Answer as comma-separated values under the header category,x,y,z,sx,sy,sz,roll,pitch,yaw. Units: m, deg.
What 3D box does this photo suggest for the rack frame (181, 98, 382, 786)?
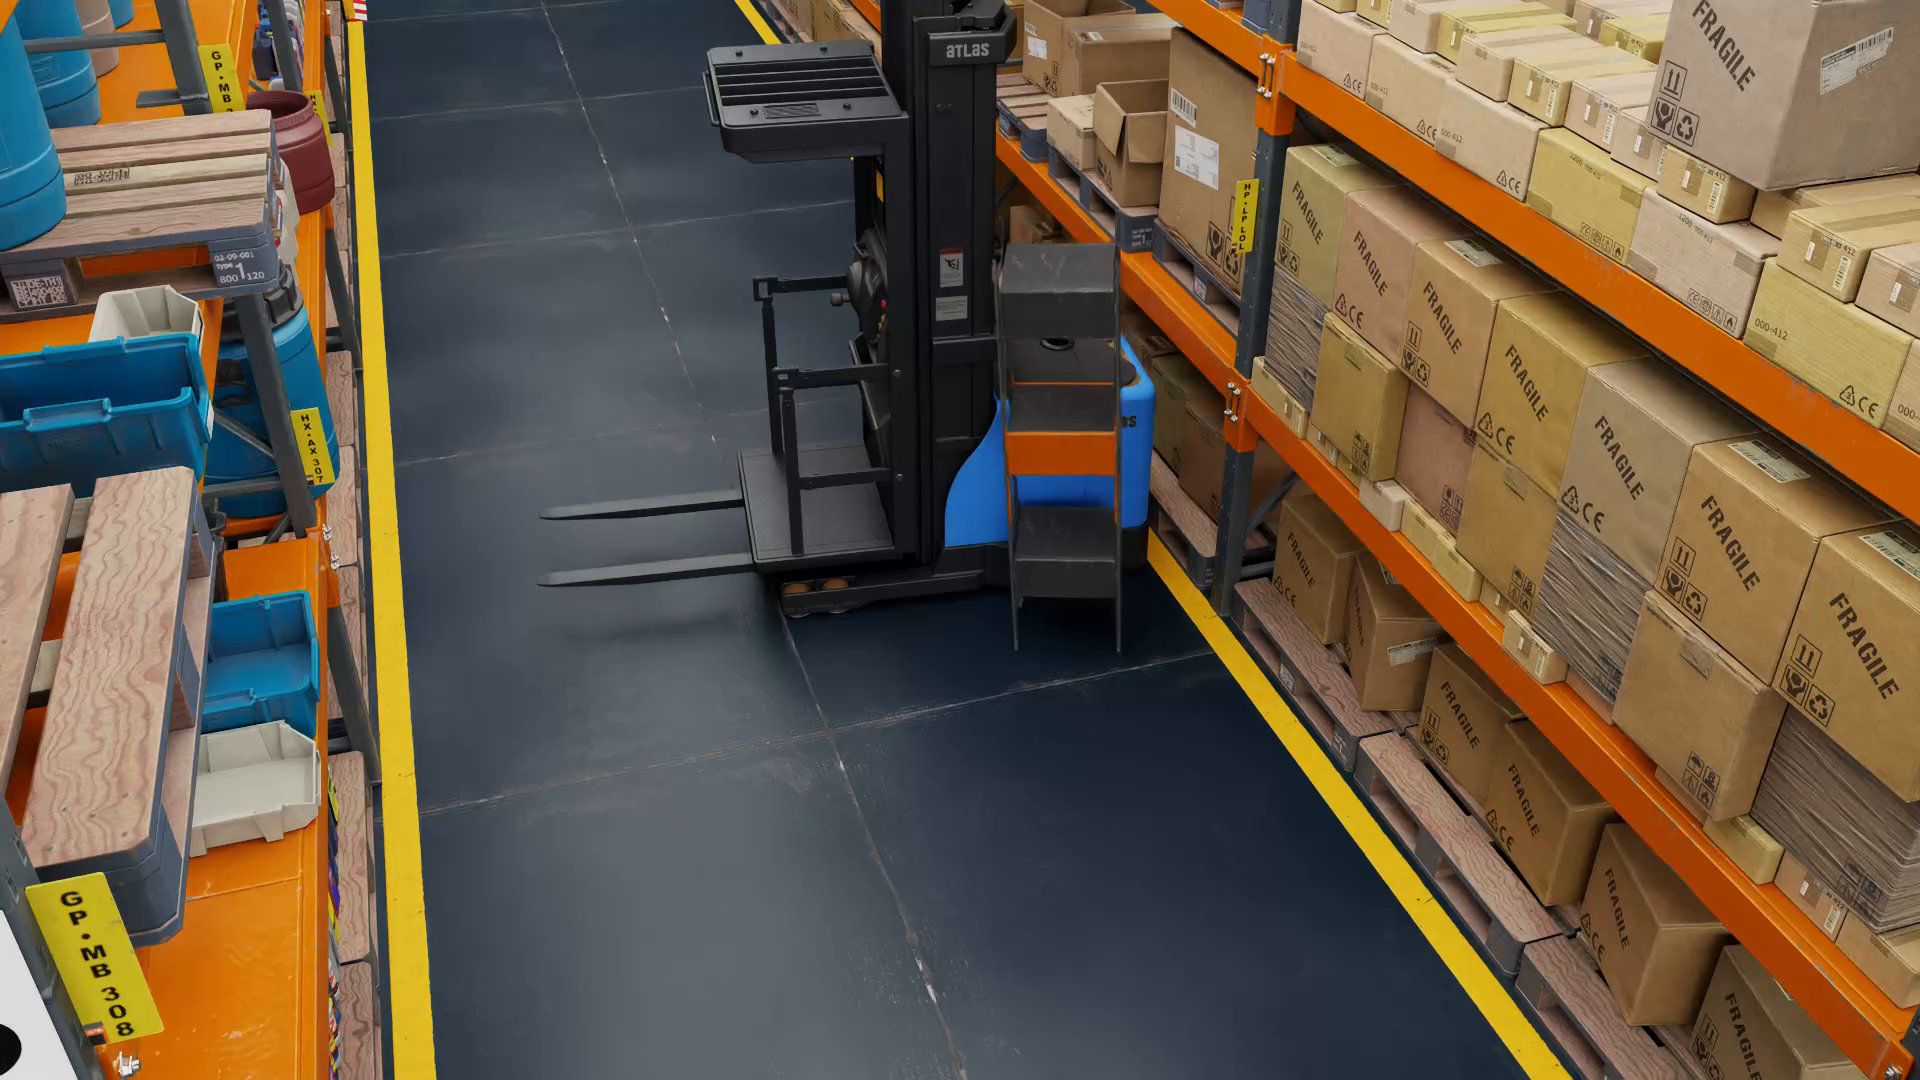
category,x,y,z,sx,sy,sz,roll,pitch,yaw
rack frame,-2.982,-0.149,6.255,1.000,3.000,0.127,-10,35,-15

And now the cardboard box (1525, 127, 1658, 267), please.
category,x,y,z,sx,sy,sz,roll,pitch,yaw
cardboard box,2.104,-1.077,5.074,0.500,0.250,0.500,-11,35,-16

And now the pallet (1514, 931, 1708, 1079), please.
category,x,y,z,sx,sy,sz,roll,pitch,yaw
pallet,2.717,1.809,5.821,1.003,0.211,1.213,-10,35,-15

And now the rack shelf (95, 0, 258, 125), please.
category,x,y,z,sx,sy,sz,roll,pitch,yaw
rack shelf,-3.592,-2.151,7.215,1.077,0.370,4.000,-10,35,-15

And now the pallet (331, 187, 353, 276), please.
category,x,y,z,sx,sy,sz,roll,pitch,yaw
pallet,-4.851,-2.132,11.785,1.003,0.211,1.213,-10,35,-15

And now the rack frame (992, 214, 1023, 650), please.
category,x,y,z,sx,sy,sz,roll,pitch,yaw
rack frame,0.222,-0.419,7.450,0.015,2.100,0.400,1,39,7

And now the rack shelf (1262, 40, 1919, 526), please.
category,x,y,z,sx,sy,sz,roll,pitch,yaw
rack shelf,2.345,-0.883,5.298,1.077,0.370,4.000,-10,35,-15

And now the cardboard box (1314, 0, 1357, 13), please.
category,x,y,z,sx,sy,sz,roll,pitch,yaw
cardboard box,1.540,-2.115,6.283,0.380,0.149,0.250,-11,35,-16

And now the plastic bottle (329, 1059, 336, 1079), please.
category,x,y,z,sx,sy,sz,roll,pitch,yaw
plastic bottle,-2.070,1.774,5.409,0.061,0.283,0.133,-9,35,-14

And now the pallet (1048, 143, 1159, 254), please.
category,x,y,z,sx,sy,sz,roll,pitch,yaw
pallet,1.157,-1.970,9.184,1.003,0.211,1.213,-10,35,-15

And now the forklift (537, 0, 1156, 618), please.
category,x,y,z,sx,sy,sz,roll,pitch,yaw
forklift,-0.615,-1.158,7.844,3.031,2.935,1.130,-6,34,-9

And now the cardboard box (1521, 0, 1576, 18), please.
category,x,y,z,sx,sy,sz,roll,pitch,yaw
cardboard box,2.262,-1.942,6.022,0.380,0.149,0.250,-12,35,-17

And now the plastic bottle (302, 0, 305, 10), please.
category,x,y,z,sx,sy,sz,roll,pitch,yaw
plastic bottle,-4.880,-4.034,12.240,0.061,0.283,0.133,-10,35,-15

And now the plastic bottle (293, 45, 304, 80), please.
category,x,y,z,sx,sy,sz,roll,pitch,yaw
plastic bottle,-4.388,-3.149,10.911,0.097,0.271,0.097,0,33,0

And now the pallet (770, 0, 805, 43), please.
category,x,y,z,sx,sy,sz,roll,pitch,yaw
pallet,-1.239,-5.073,16.236,1.003,0.211,1.213,-10,35,-15

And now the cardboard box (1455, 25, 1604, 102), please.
category,x,y,z,sx,sy,sz,roll,pitch,yaw
cardboard box,1.863,-1.564,5.450,0.380,0.149,0.250,-11,35,-16

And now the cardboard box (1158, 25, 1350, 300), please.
category,x,y,z,sx,sy,sz,roll,pitch,yaw
cardboard box,1.626,-1.848,7.901,1.000,1.000,1.000,-10,35,-14

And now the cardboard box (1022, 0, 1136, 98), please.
category,x,y,z,sx,sy,sz,roll,pitch,yaw
cardboard box,0.717,-3.022,10.131,0.500,0.500,0.500,-14,36,-21

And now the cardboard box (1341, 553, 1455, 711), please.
category,x,y,z,sx,sy,sz,roll,pitch,yaw
cardboard box,2.000,0.402,7.308,0.500,0.500,0.500,0,33,1

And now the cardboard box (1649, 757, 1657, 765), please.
category,x,y,z,sx,sy,sz,roll,pitch,yaw
cardboard box,2.372,0.582,5.376,0.380,0.149,0.250,-10,35,-15

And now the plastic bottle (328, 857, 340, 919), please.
category,x,y,z,sx,sy,sz,roll,pitch,yaw
plastic bottle,-2.363,1.270,6.173,0.061,0.283,0.133,-8,34,-12

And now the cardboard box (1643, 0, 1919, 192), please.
category,x,y,z,sx,sy,sz,roll,pitch,yaw
cardboard box,2.241,-1.279,4.430,0.500,0.500,0.500,-10,35,-15

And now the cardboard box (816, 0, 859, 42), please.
category,x,y,z,sx,sy,sz,roll,pitch,yaw
cardboard box,-0.491,-4.138,13.838,1.225,0.875,0.875,-10,35,-15

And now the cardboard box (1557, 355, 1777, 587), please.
category,x,y,z,sx,sy,sz,roll,pitch,yaw
cardboard box,2.244,-0.237,5.120,0.500,0.500,0.500,-10,35,-15

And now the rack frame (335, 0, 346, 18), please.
category,x,y,z,sx,sy,sz,roll,pitch,yaw
rack frame,-6.643,-6.449,15.789,1.000,3.000,0.127,-10,35,-15

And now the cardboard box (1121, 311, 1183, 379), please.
category,x,y,z,sx,sy,sz,roll,pitch,yaw
cardboard box,1.269,-0.996,9.405,0.700,0.500,0.500,-13,36,-19

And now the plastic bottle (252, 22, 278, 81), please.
category,x,y,z,sx,sy,sz,roll,pitch,yaw
plastic bottle,-4.598,-3.227,10.957,0.144,0.351,0.185,-10,35,-15

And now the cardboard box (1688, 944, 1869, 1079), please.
category,x,y,z,sx,sy,sz,roll,pitch,yaw
cardboard box,2.780,1.655,5.411,0.500,0.500,0.500,-4,34,-6

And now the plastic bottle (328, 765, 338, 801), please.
category,x,y,z,sx,sy,sz,roll,pitch,yaw
plastic bottle,-2.575,0.973,6.696,0.097,0.201,0.097,0,33,0

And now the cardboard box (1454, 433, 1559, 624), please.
category,x,y,z,sx,sy,sz,roll,pitch,yaw
cardboard box,2.294,-0.118,5.847,0.875,0.500,0.500,-10,35,-15

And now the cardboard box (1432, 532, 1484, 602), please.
category,x,y,z,sx,sy,sz,roll,pitch,yaw
cardboard box,1.984,0.071,6.149,0.380,0.149,0.250,-10,35,-15

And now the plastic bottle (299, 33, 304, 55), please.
category,x,y,z,sx,sy,sz,roll,pitch,yaw
plastic bottle,-4.556,-3.409,11.368,0.097,0.201,0.097,0,33,0

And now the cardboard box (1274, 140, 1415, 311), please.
category,x,y,z,sx,sy,sz,roll,pitch,yaw
cardboard box,1.630,-1.286,6.708,0.500,0.500,0.500,-10,35,-15

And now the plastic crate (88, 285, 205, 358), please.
category,x,y,z,sx,sy,sz,roll,pitch,yaw
plastic crate,-2.108,-0.516,4.328,0.243,0.136,0.396,-10,35,-15

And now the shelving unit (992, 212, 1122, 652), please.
category,x,y,z,sx,sy,sz,roll,pitch,yaw
shelving unit,0.464,-0.416,7.422,0.503,2.100,0.431,1,39,7

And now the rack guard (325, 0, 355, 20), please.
category,x,y,z,sx,sy,sz,roll,pitch,yaw
rack guard,-6.662,-5.417,16.494,1.175,0.500,0.348,-10,35,-15

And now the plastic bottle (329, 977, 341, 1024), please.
category,x,y,z,sx,sy,sz,roll,pitch,yaw
plastic bottle,-2.215,1.563,5.740,0.097,0.271,0.097,0,33,0

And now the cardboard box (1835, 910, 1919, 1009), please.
category,x,y,z,sx,sy,sz,roll,pitch,yaw
cardboard box,2.671,1.108,4.580,0.380,0.149,0.250,-10,35,-15

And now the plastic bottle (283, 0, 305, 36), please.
category,x,y,z,sx,sy,sz,roll,pitch,yaw
plastic bottle,-4.729,-3.688,11.724,0.152,0.276,0.135,-10,35,-15

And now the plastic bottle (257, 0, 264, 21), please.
category,x,y,z,sx,sy,sz,roll,pitch,yaw
plastic bottle,-4.911,-3.780,11.794,0.144,0.351,0.185,-10,35,-15

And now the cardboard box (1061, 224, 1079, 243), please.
category,x,y,z,sx,sy,sz,roll,pitch,yaw
cardboard box,0.919,-1.912,10.111,0.500,0.250,0.500,-6,34,-9

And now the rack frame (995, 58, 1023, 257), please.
category,x,y,z,sx,sy,sz,roll,pitch,yaw
rack frame,0.515,-3.082,10.694,1.000,3.000,0.127,-10,35,-15

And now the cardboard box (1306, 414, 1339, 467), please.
category,x,y,z,sx,sy,sz,roll,pitch,yaw
cardboard box,1.680,-0.454,6.944,0.380,0.149,0.250,-10,35,-15

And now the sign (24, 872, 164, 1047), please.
category,x,y,z,sx,sy,sz,roll,pitch,yaw
sign,-1.237,0.606,2.384,0.100,0.325,0.005,-10,35,-15

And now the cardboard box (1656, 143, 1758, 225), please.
category,x,y,z,sx,sy,sz,roll,pitch,yaw
cardboard box,2.183,-1.015,4.619,0.380,0.149,0.250,-12,35,-17

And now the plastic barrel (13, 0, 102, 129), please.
category,x,y,z,sx,sy,sz,roll,pitch,yaw
plastic barrel,-3.344,-1.840,5.639,0.600,0.901,0.708,-10,35,-15

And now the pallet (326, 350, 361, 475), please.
category,x,y,z,sx,sy,sz,roll,pitch,yaw
pallet,-4.003,-0.673,9.576,1.003,0.211,1.213,-10,35,-15

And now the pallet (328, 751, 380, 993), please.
category,x,y,z,sx,sy,sz,roll,pitch,yaw
pallet,-2.817,1.374,6.479,1.003,0.211,1.213,-10,35,-15

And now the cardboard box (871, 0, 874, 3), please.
category,x,y,z,sx,sy,sz,roll,pitch,yaw
cardboard box,-0.497,-4.414,12.618,0.500,0.500,0.500,-11,35,-16

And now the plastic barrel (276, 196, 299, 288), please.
category,x,y,z,sx,sy,sz,roll,pitch,yaw
plastic barrel,-3.421,-1.357,7.960,0.433,0.535,0.433,0,33,0
